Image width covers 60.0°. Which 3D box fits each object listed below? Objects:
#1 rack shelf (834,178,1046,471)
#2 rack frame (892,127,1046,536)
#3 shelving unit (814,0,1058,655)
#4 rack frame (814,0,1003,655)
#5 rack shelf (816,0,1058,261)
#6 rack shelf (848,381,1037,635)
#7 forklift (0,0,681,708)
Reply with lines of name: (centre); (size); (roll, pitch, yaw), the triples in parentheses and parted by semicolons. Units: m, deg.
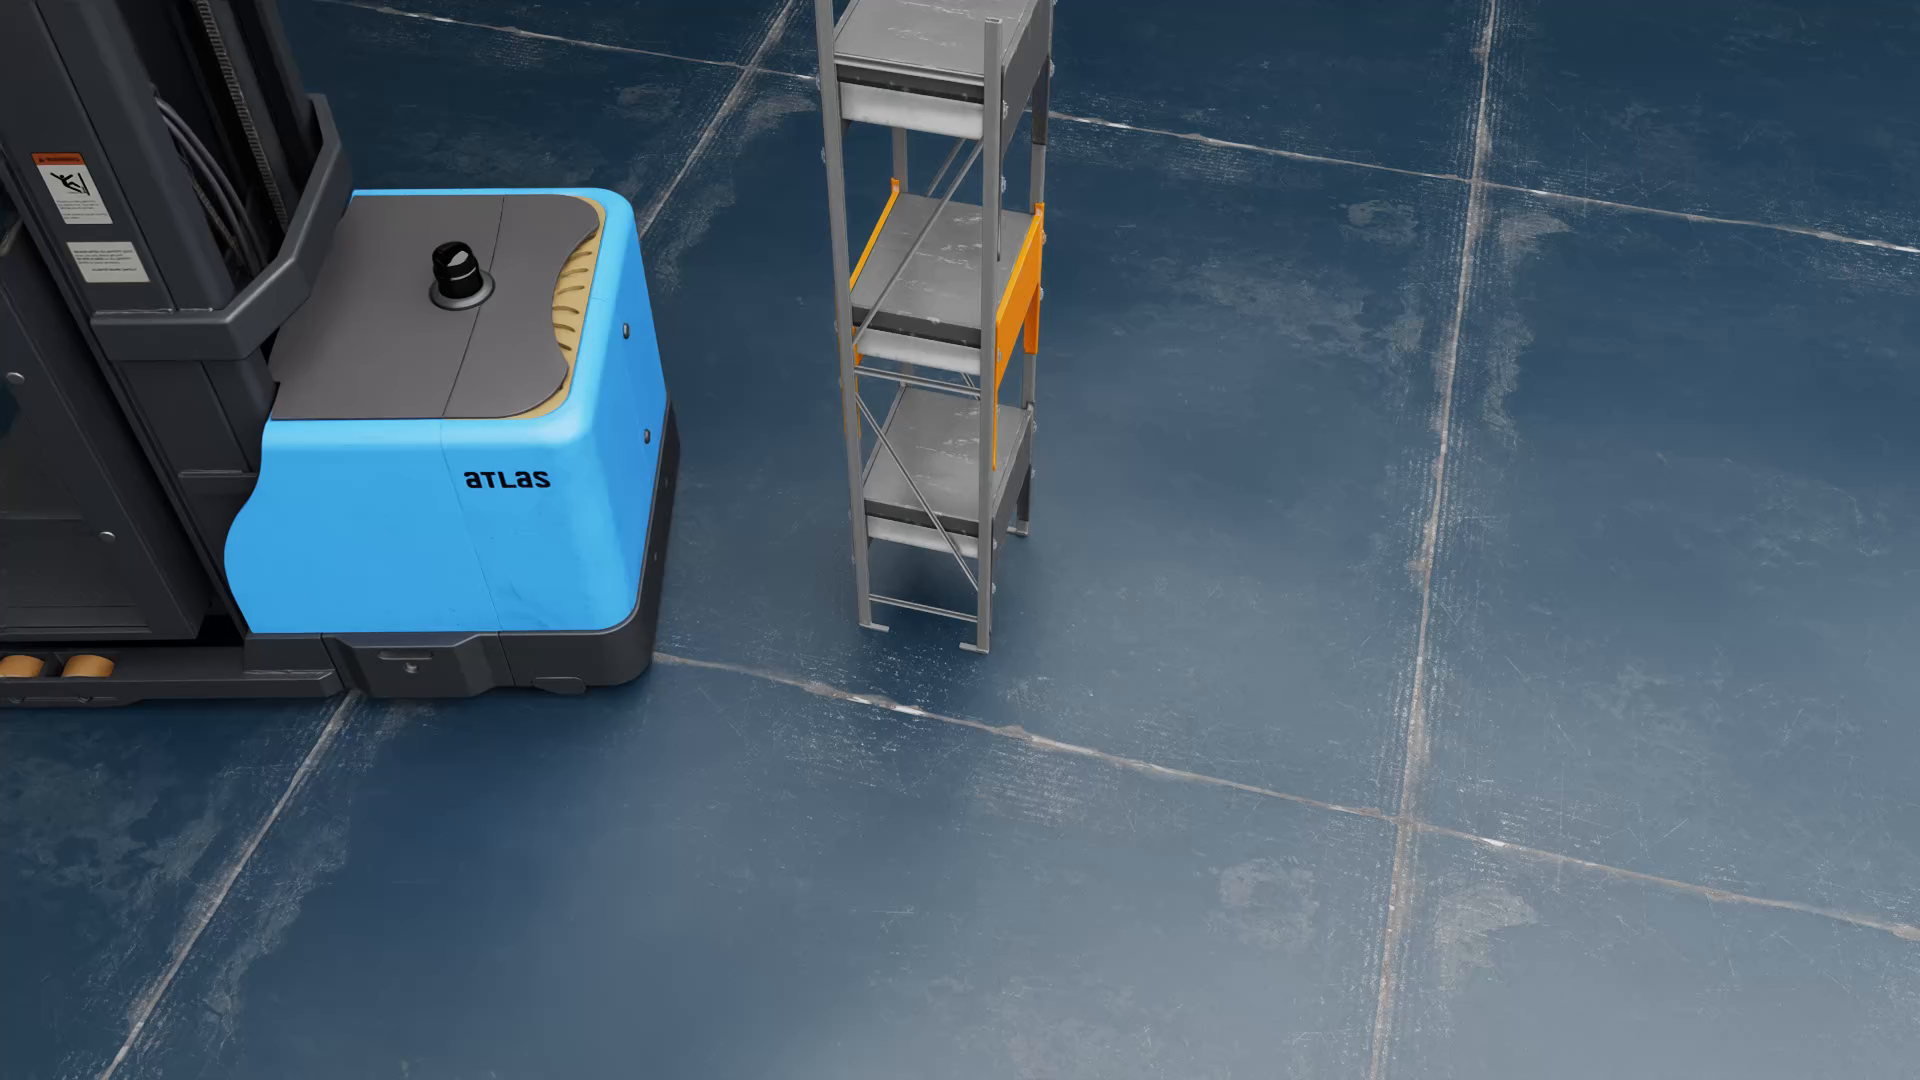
rack shelf: (-0.044, -0.566, 4.367); (0.431, 0.518, 0.480); (12, 50, 10)
rack frame: (0.021, -0.752, 4.513); (0.400, 2.100, 0.015); (12, 50, 10)
shelving unit: (-0.044, -0.575, 4.357); (0.431, 2.100, 0.503); (12, 50, 10)
rack frame: (-0.108, -0.399, 4.201); (0.400, 2.100, 0.015); (12, 50, 10)
rack shelf: (-0.044, -1.029, 3.842); (0.431, 0.518, 0.480); (12, 50, 10)
rack shelf: (-0.044, -0.103, 4.892); (0.431, 0.518, 0.480); (12, 50, 10)
forklift: (-2.420, -0.885, 4.076); (3.031, 2.935, 1.130); (0, 49, 0)
